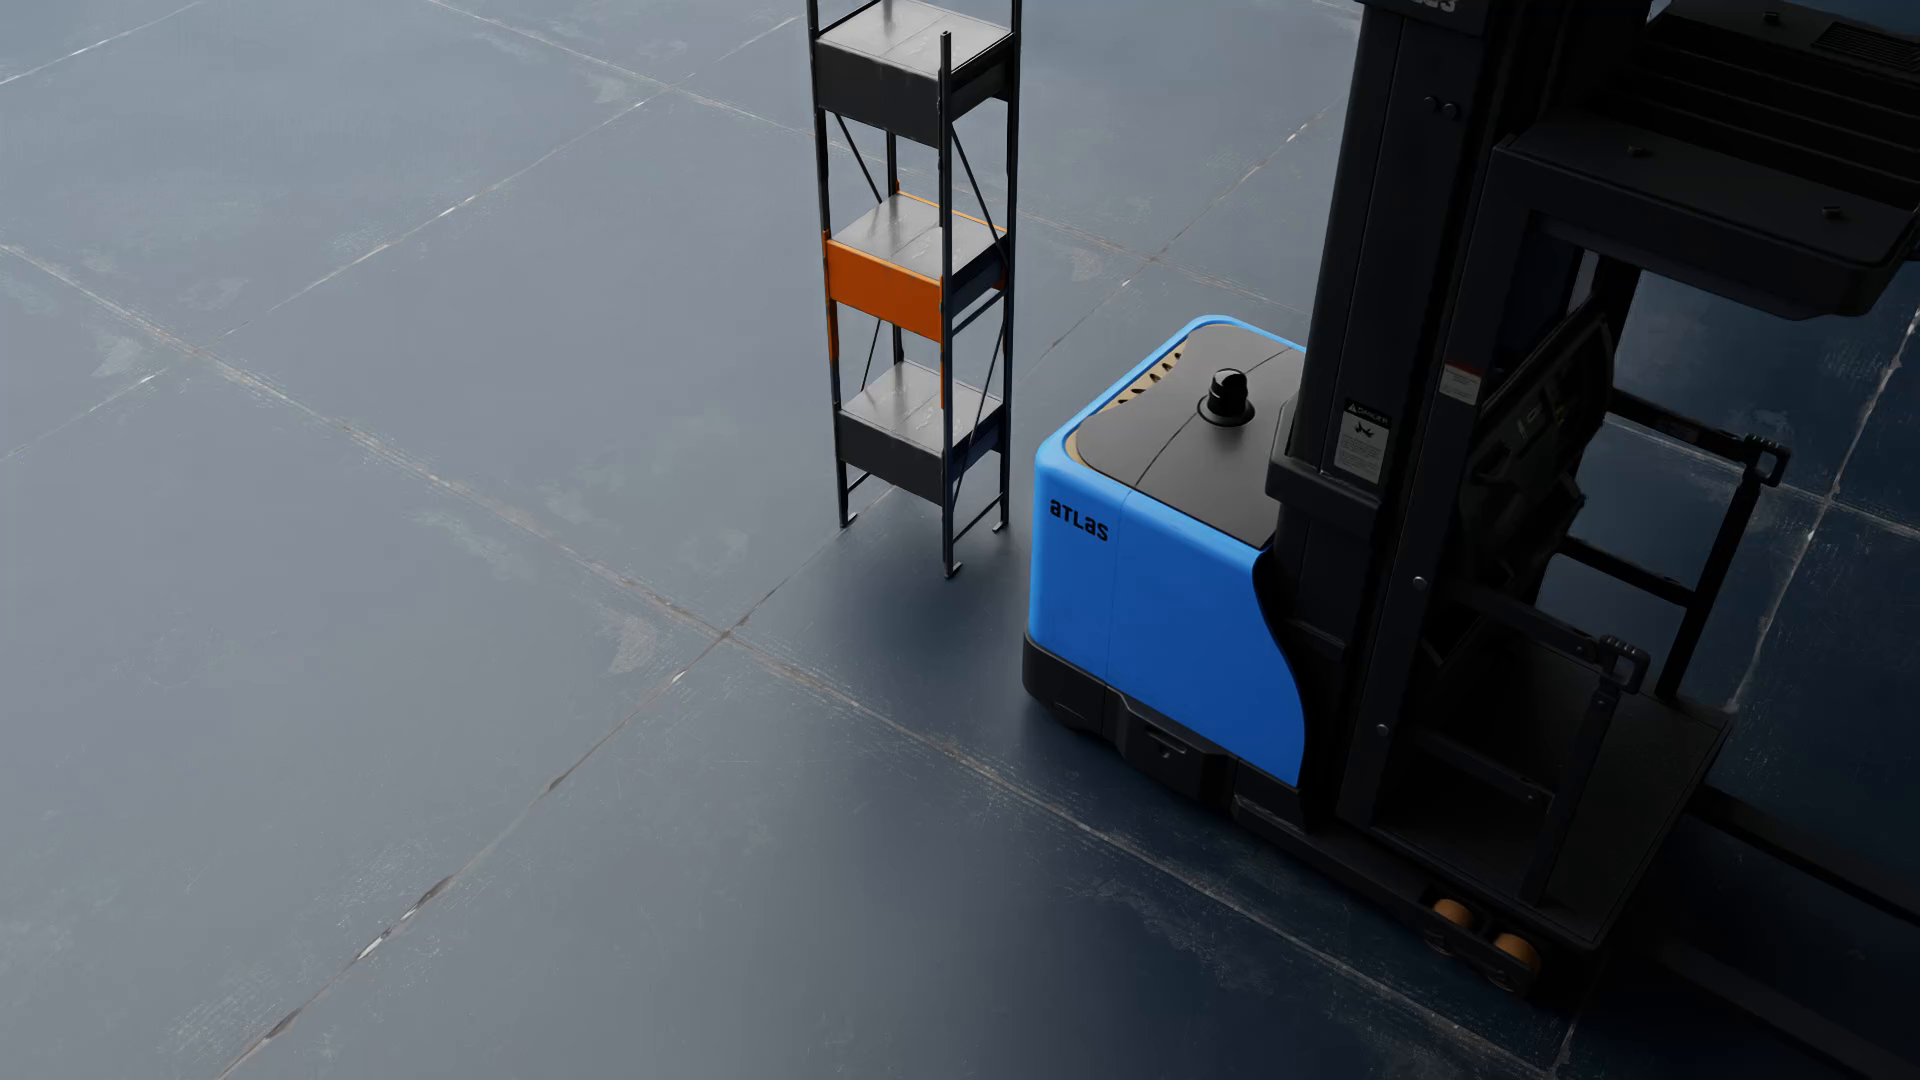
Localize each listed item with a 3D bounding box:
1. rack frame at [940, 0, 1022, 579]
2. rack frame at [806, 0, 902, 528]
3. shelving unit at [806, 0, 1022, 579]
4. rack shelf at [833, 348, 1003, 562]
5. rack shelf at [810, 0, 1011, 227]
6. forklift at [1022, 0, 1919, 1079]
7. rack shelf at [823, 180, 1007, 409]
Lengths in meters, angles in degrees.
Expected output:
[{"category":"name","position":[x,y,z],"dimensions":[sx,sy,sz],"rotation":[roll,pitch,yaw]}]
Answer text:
[{"category":"rack frame","position":[0.064,-0.752,5.516],"dimensions":[0.015,2.100,0.400],"rotation":[25,48,25]},{"category":"rack frame","position":[-0.335,-0.939,5.725],"dimensions":[0.015,2.100,0.400],"rotation":[25,48,25]},{"category":"shelving unit","position":[-0.135,-0.846,5.621],"dimensions":[0.503,2.100,0.431],"rotation":[25,48,25]},{"category":"rack shelf","position":[-0.136,-0.314,6.097],"dimensions":[0.480,0.518,0.431],"rotation":[25,48,25]},{"category":"rack shelf","position":[-0.135,-1.357,5.163],"dimensions":[0.480,0.518,0.431],"rotation":[25,48,25]},{"category":"forklift","position":[1.676,-0.197,4.272],"dimensions":[3.031,2.935,1.130],"rotation":[28,49,28]},{"category":"rack shelf","position":[-0.135,-0.836,5.630],"dimensions":[0.480,0.518,0.431],"rotation":[25,48,25]}]
